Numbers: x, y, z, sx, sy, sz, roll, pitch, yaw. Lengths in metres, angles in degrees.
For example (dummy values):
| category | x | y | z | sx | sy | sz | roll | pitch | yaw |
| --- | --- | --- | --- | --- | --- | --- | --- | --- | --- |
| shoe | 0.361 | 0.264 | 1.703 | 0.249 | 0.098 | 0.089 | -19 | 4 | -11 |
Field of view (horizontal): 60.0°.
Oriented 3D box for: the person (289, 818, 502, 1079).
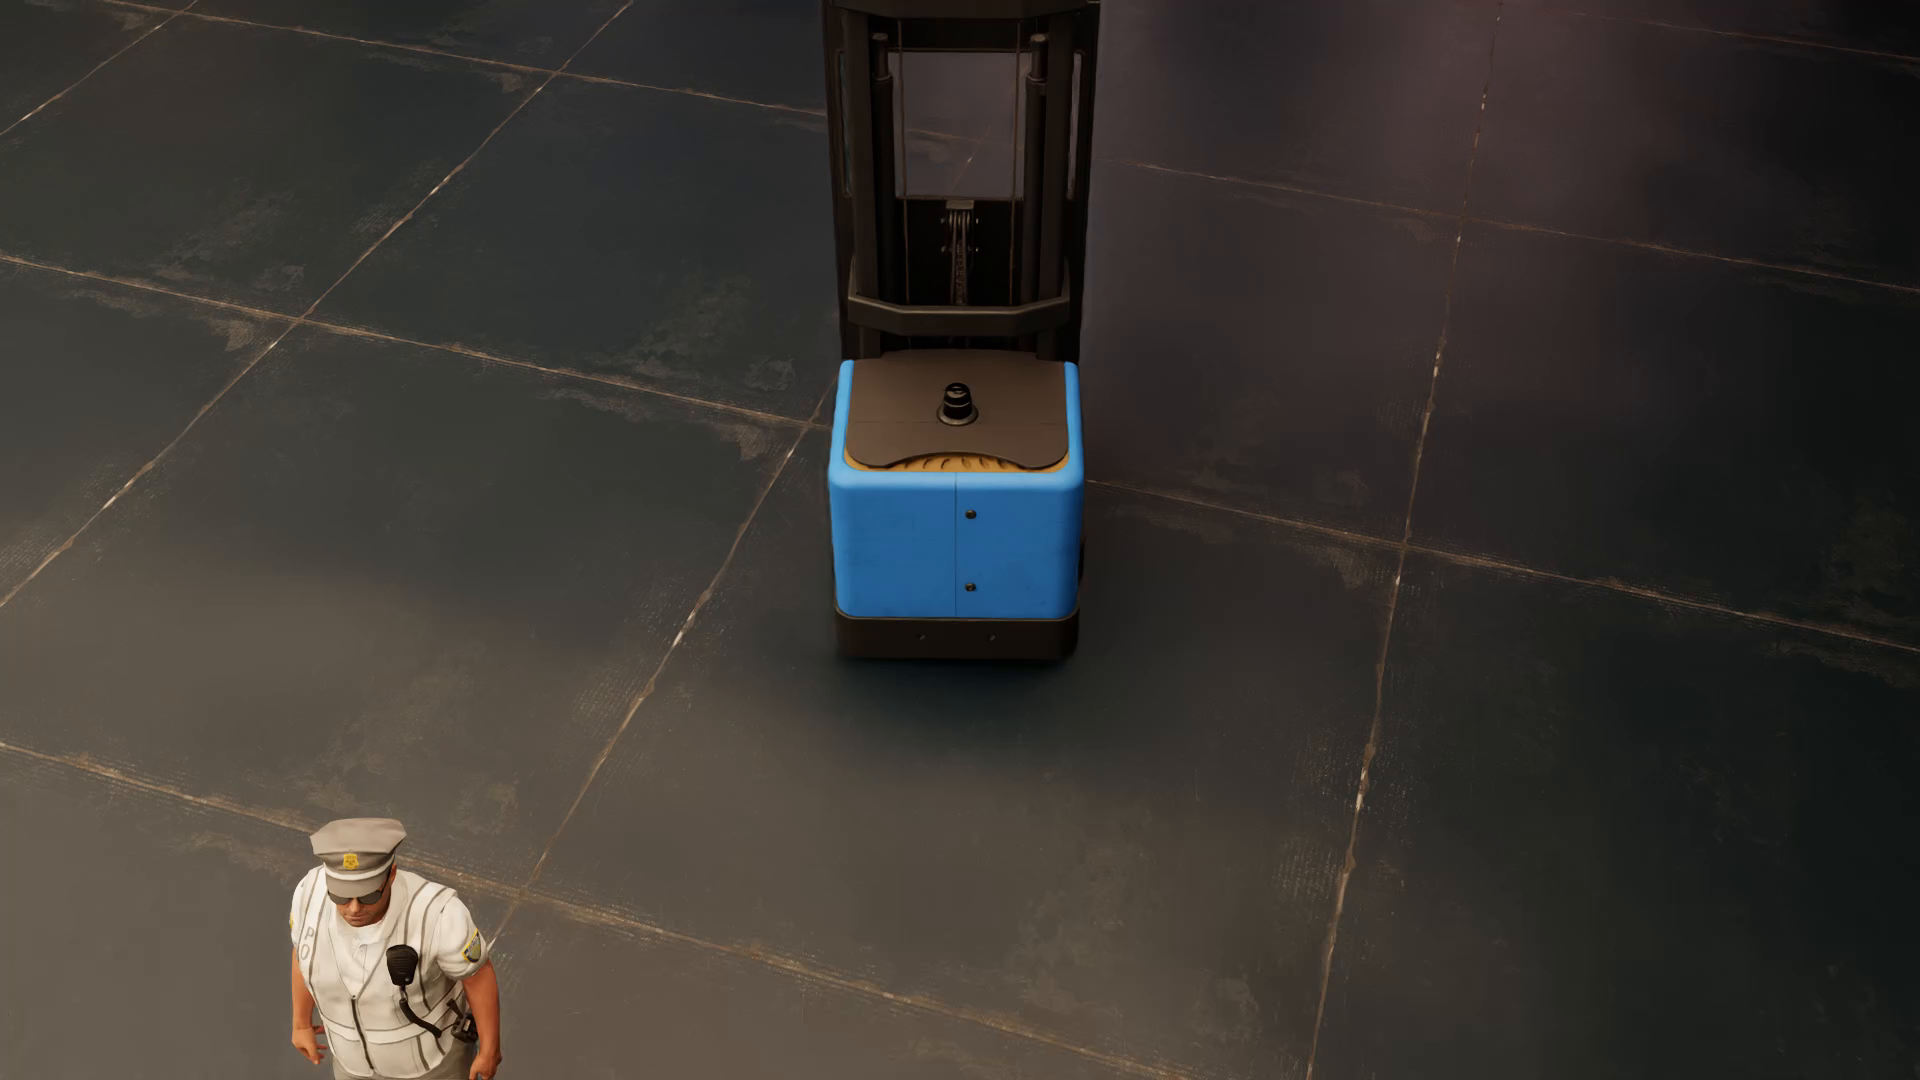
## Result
| category | x | y | z | sx | sy | sz | roll | pitch | yaw |
| --- | --- | --- | --- | --- | --- | --- | --- | --- | --- |
| person | -1.679 | 1.510 | 4.898 | 0.642 | 1.782 | 0.573 | 4 | 43 | 5 |

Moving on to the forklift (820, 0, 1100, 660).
| category | x | y | z | sx | sy | sz | roll | pitch | yaw |
| --- | --- | --- | --- | --- | --- | --- | --- | --- | --- |
| forklift | 0.005 | -1.539 | 7.343 | 1.130 | 2.935 | 3.031 | 1 | 43 | 1 |
